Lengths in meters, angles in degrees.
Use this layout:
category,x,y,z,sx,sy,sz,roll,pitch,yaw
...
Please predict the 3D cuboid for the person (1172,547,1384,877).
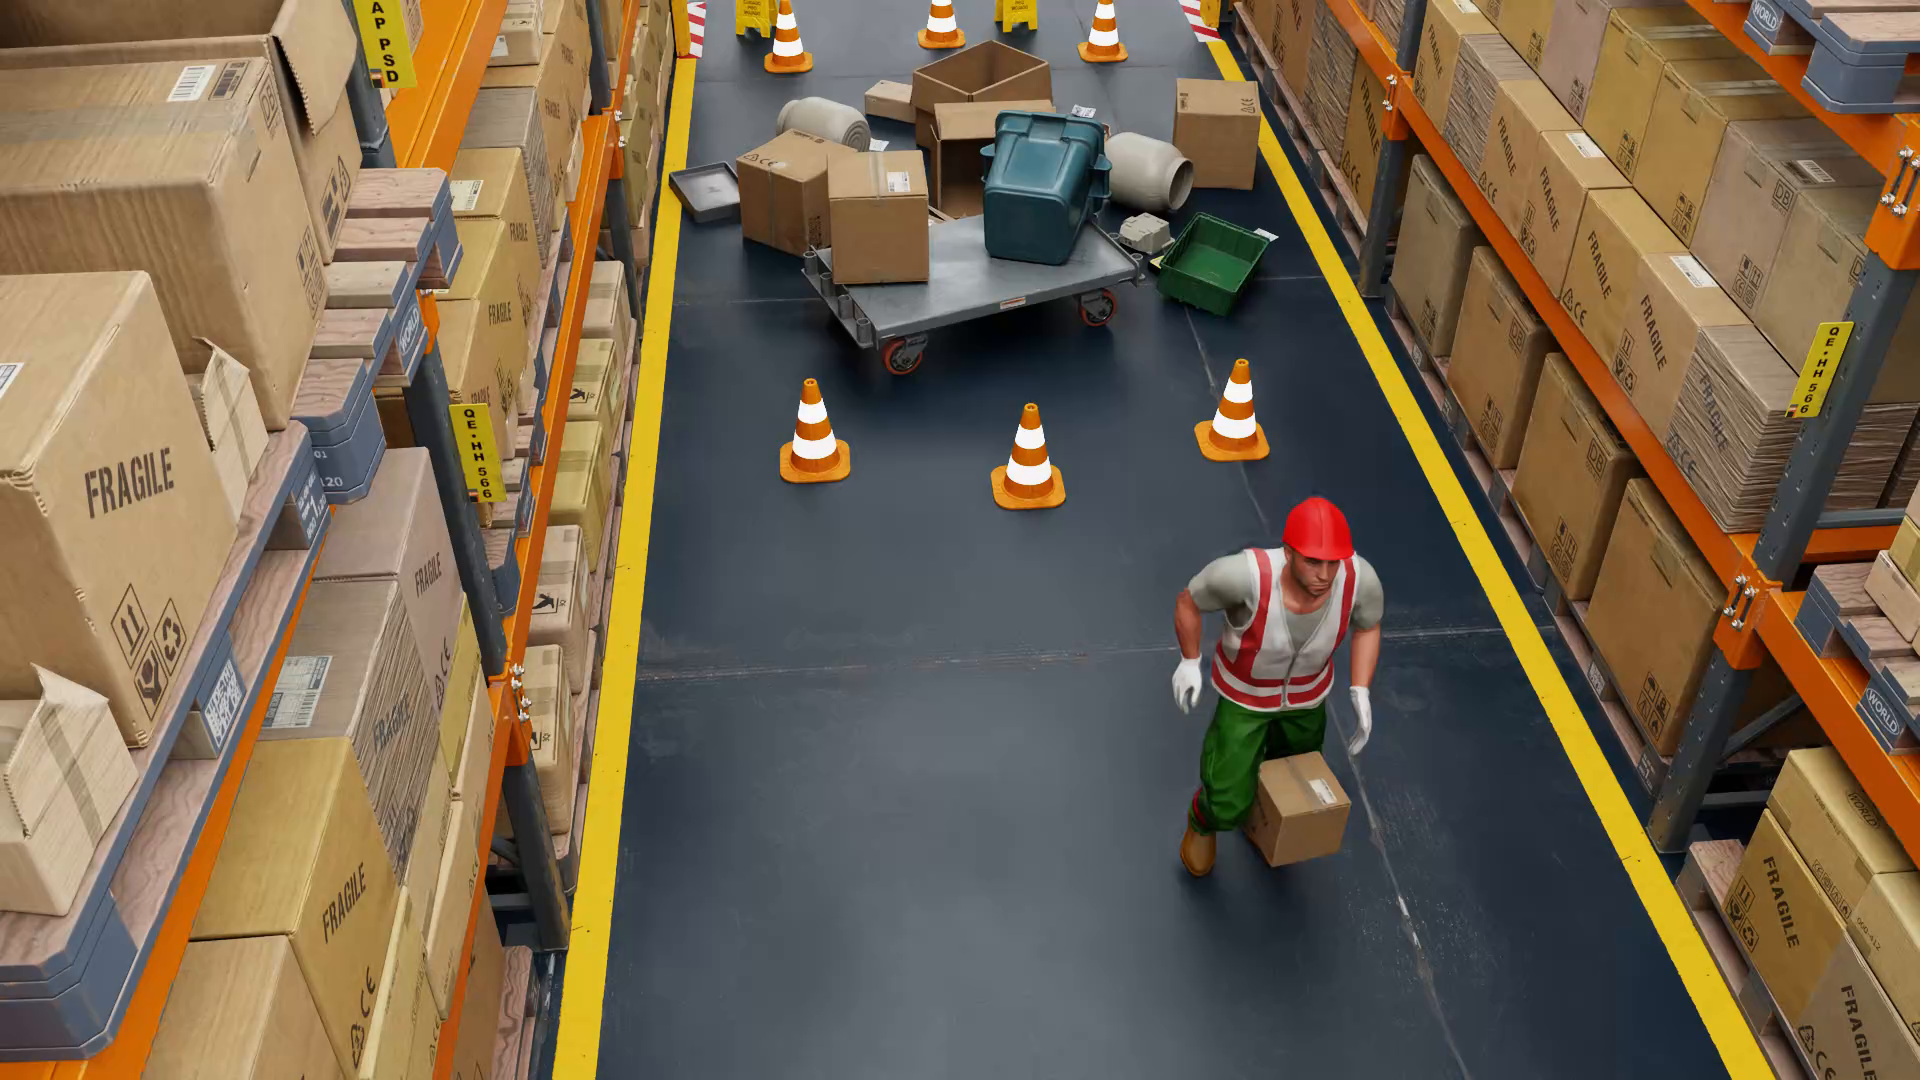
category,x,y,z,sx,sy,sz,roll,pitch,yaw
person,1.046,0.603,5.611,0.645,1.507,0.683,-6,39,-7
